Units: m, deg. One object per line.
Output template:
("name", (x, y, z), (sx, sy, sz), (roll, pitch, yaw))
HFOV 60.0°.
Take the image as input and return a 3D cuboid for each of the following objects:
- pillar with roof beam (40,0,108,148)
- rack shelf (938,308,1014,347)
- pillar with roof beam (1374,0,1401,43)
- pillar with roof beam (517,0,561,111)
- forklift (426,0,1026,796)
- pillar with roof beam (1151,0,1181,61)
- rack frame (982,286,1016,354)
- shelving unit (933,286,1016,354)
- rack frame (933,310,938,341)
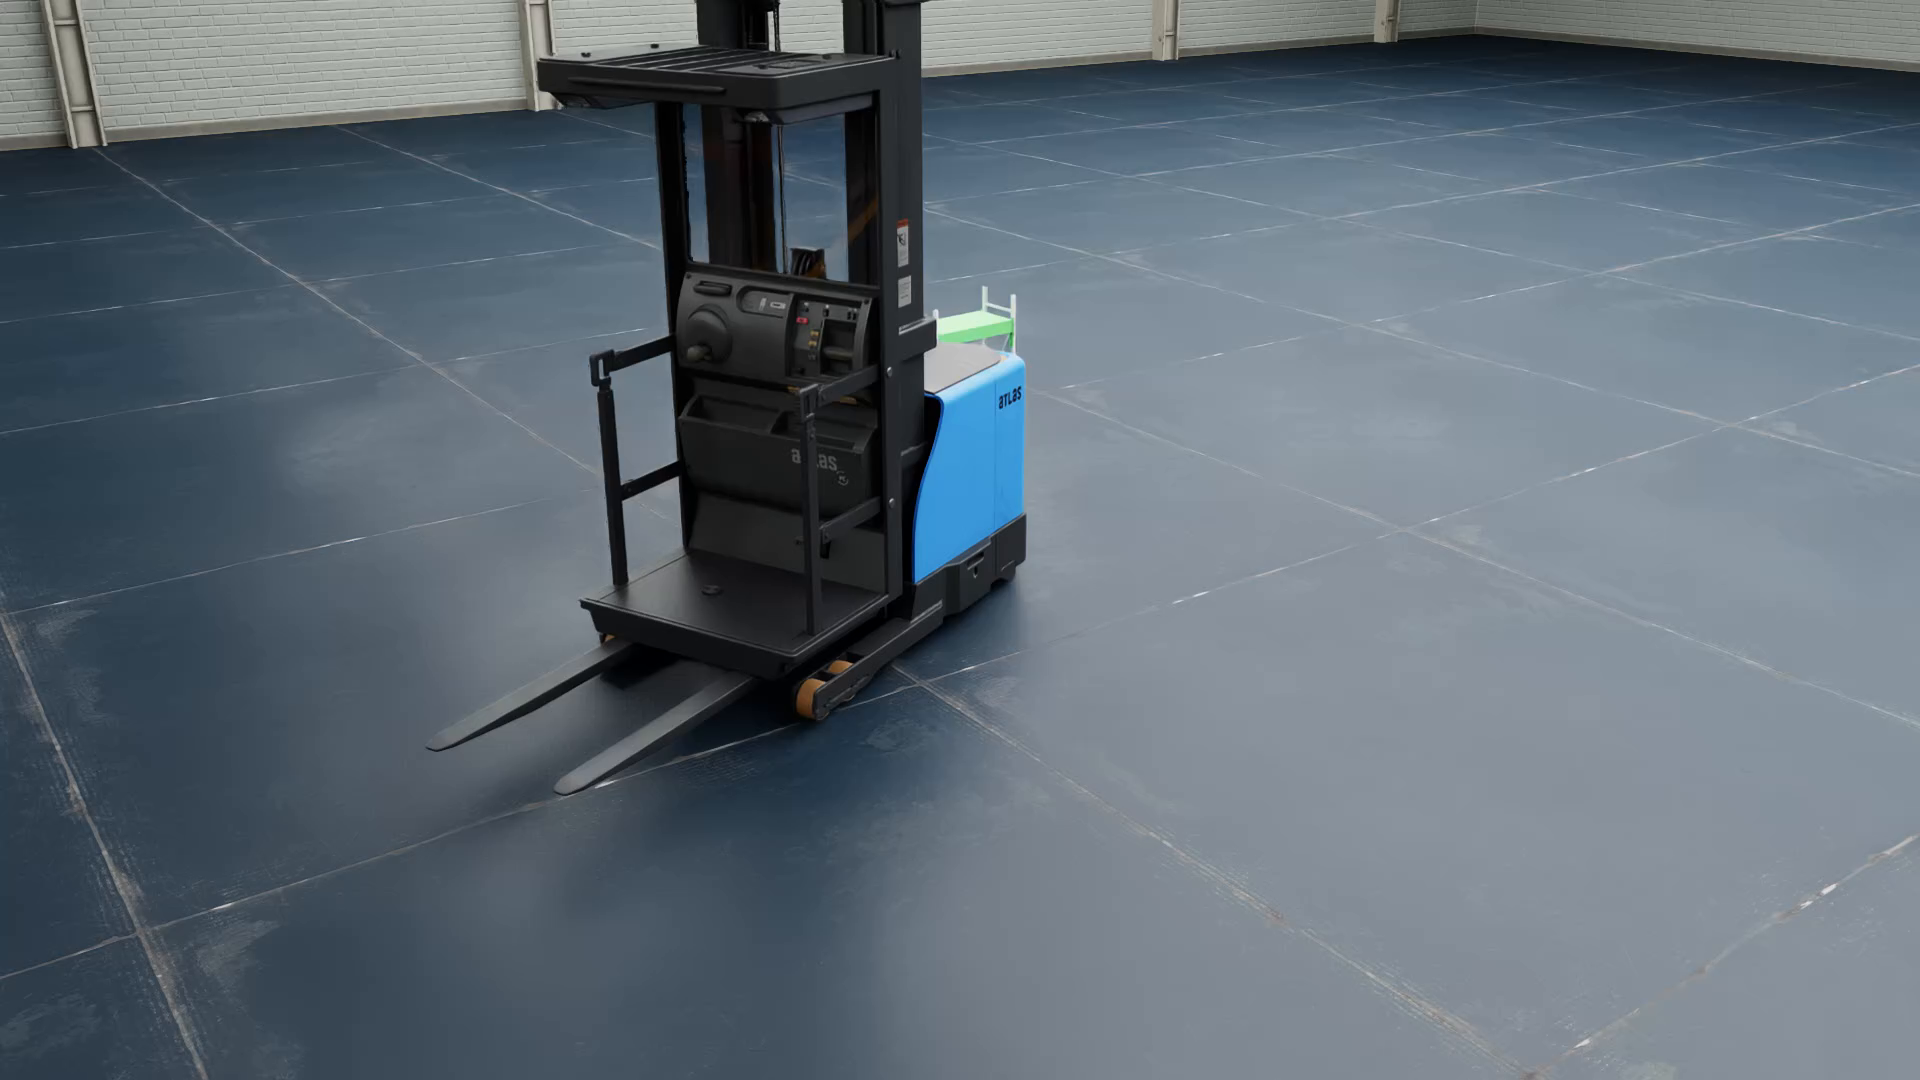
("pillar with roof beam", (-8.347, -7.797, 15.795), (0.400, 9.000, 9.100), (-15, 26, -33))
("rack shelf", (0.004, -1.009, 8.183), (0.480, 0.148, 0.258), (-17, 27, -36))
("pillar with roof beam", (11.135, -12.992, 28.813), (0.400, 9.000, 9.100), (-15, 26, -33))
("pillar with roof beam", (-3.477, -9.096, 19.050), (0.400, 9.000, 9.100), (-15, 26, -33))
("forklift", (-0.862, -0.837, 6.540), (1.130, 2.935, 3.031), (12, 25, 28))
("pillar with roof beam", (6.264, -11.693, 25.559), (0.400, 9.000, 9.100), (-15, 26, -33))
("rack frame", (0.193, -0.680, 8.481), (0.015, 1.200, 0.240), (-17, 27, -36))
("shelving unit", (0.004, -0.623, 8.338), (0.503, 1.200, 0.258), (-17, 27, -36))
("rack frame", (-0.185, -0.565, 8.194), (0.015, 1.200, 0.240), (-17, 27, -36))
